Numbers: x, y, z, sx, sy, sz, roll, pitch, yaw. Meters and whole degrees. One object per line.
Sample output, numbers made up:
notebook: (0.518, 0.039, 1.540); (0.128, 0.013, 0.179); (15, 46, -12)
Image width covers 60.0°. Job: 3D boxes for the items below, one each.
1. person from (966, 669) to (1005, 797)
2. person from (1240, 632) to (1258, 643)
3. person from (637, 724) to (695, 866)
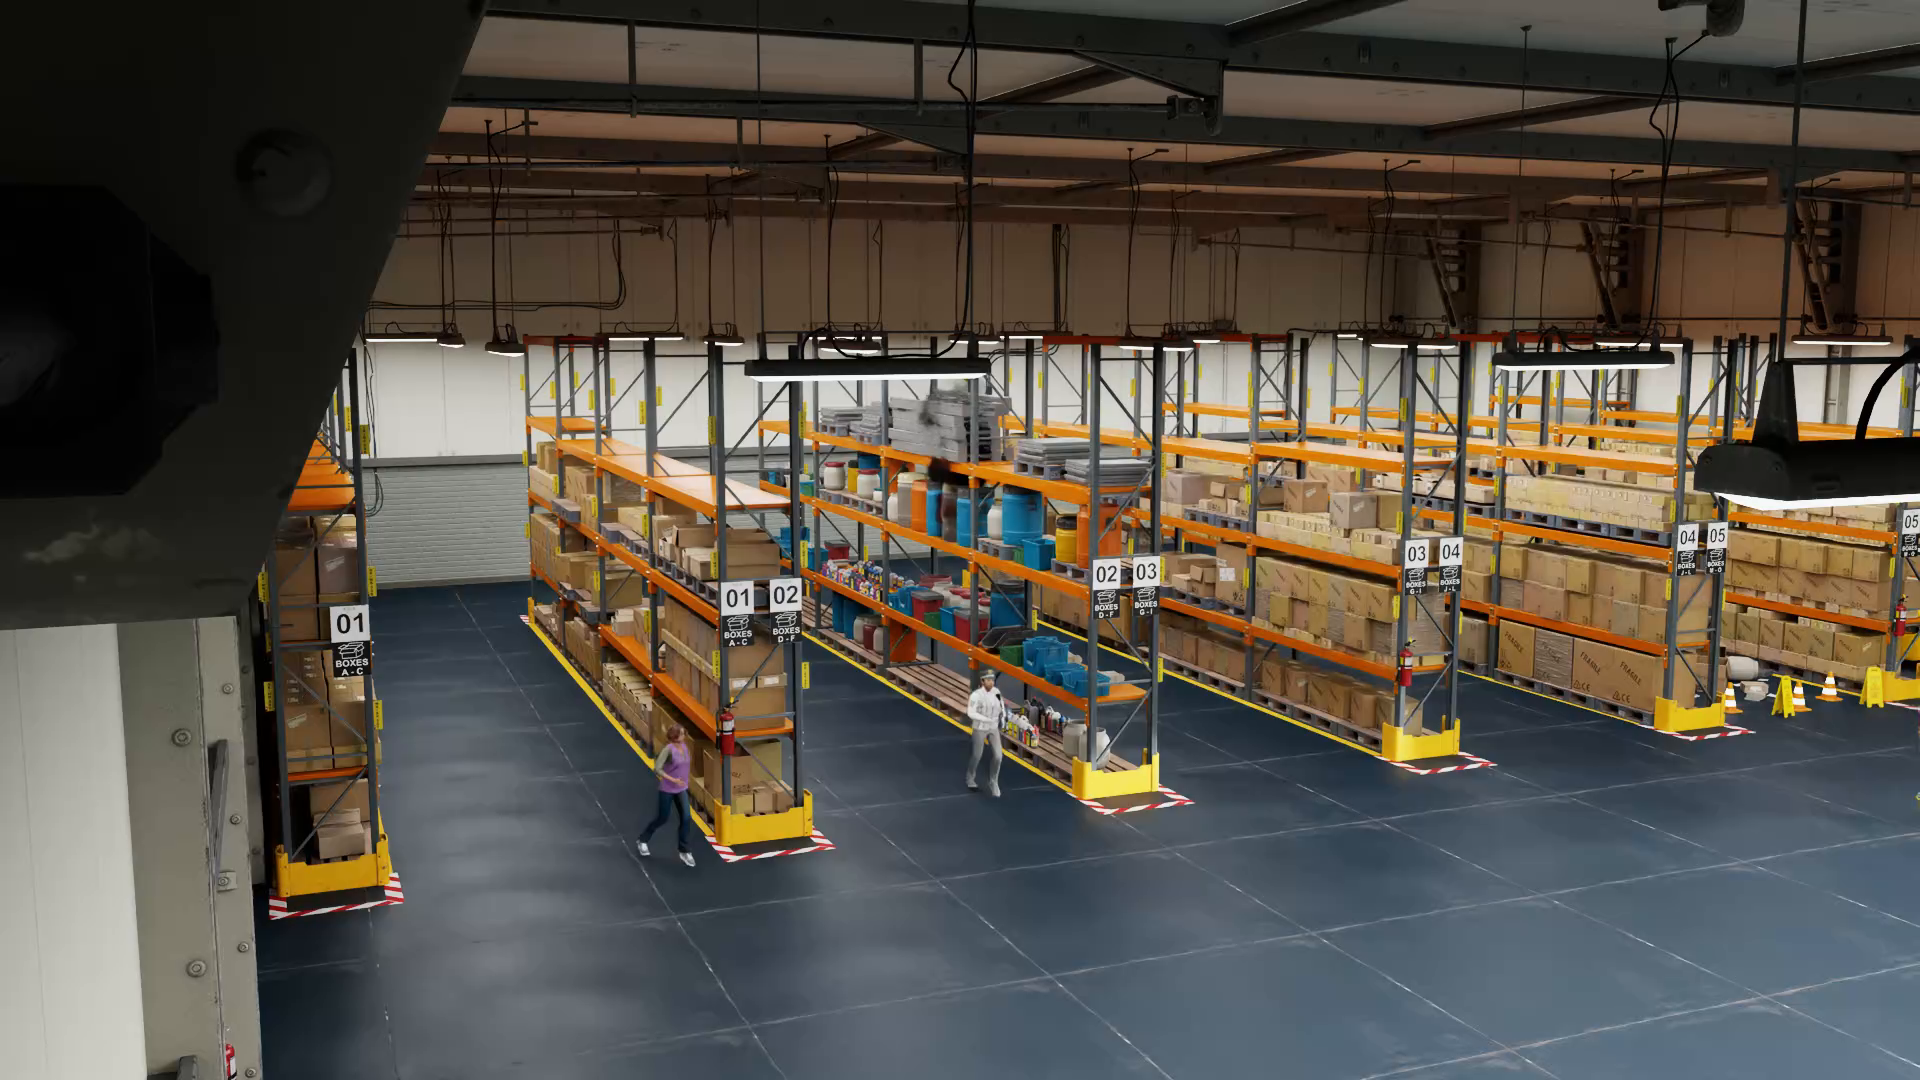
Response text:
person: (0.364, 2.566, 22.197); (0.640, 1.757, 0.713); (-4, 8, -26)
person: (5.565, 1.318, 31.648); (0.587, 1.660, 0.610); (-4, 8, -26)
person: (-3.345, 2.955, 19.521); (0.842, 1.586, 0.611); (6, 9, 36)
